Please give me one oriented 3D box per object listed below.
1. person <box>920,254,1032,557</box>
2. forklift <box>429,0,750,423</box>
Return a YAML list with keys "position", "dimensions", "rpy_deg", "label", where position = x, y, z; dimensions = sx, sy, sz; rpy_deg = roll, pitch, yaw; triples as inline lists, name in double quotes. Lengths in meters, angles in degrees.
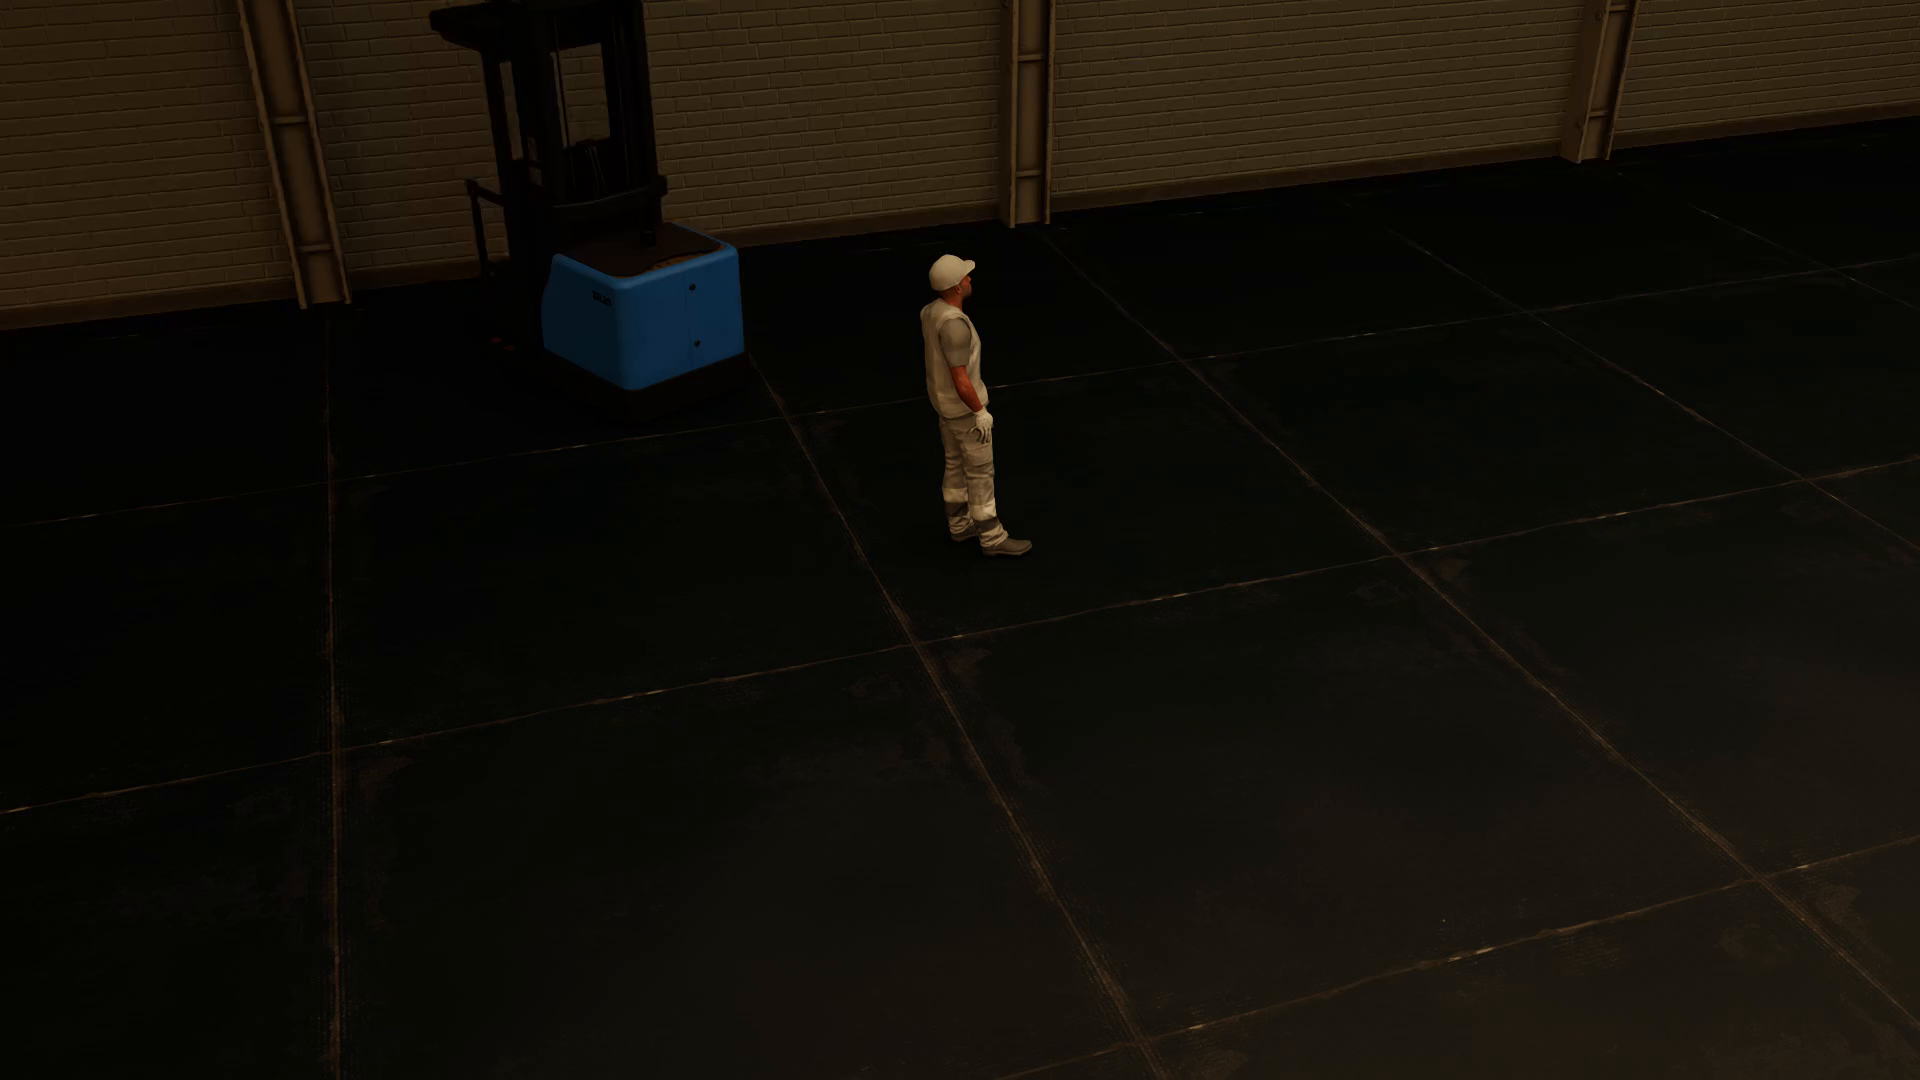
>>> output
- position: [0.079, -0.789, 9.589]
  dimensions: [0.564, 1.787, 0.638]
  rpy_deg: [-10, 31, -16]
  label: "person"
- position: [-2.894, -2.697, 11.774]
  dimensions: [1.130, 2.935, 3.031]
  rpy_deg: [-26, 39, -37]
  label: "forklift"
